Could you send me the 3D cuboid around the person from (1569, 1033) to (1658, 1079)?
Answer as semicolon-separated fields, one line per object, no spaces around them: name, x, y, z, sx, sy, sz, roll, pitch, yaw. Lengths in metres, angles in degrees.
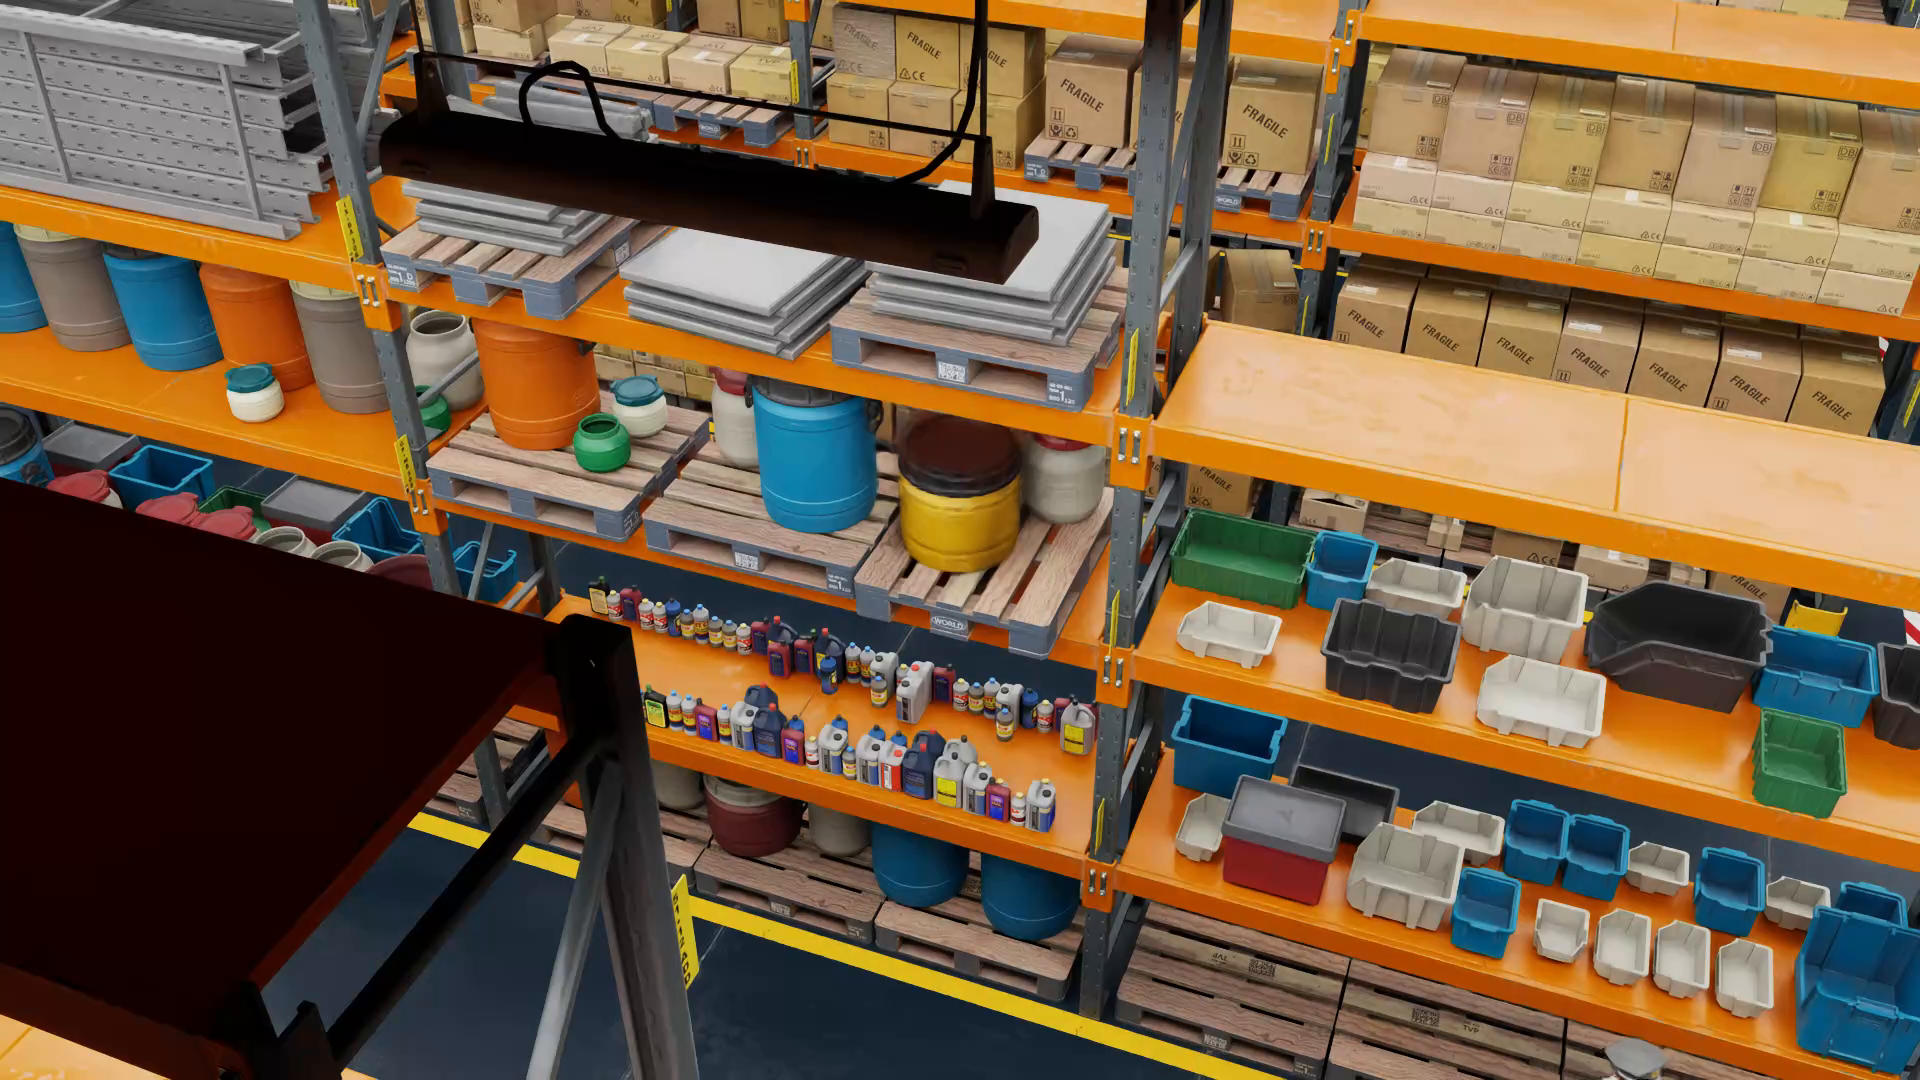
person;3.040;3.001;7.963;0.531;1.736;0.368;9;37;12
